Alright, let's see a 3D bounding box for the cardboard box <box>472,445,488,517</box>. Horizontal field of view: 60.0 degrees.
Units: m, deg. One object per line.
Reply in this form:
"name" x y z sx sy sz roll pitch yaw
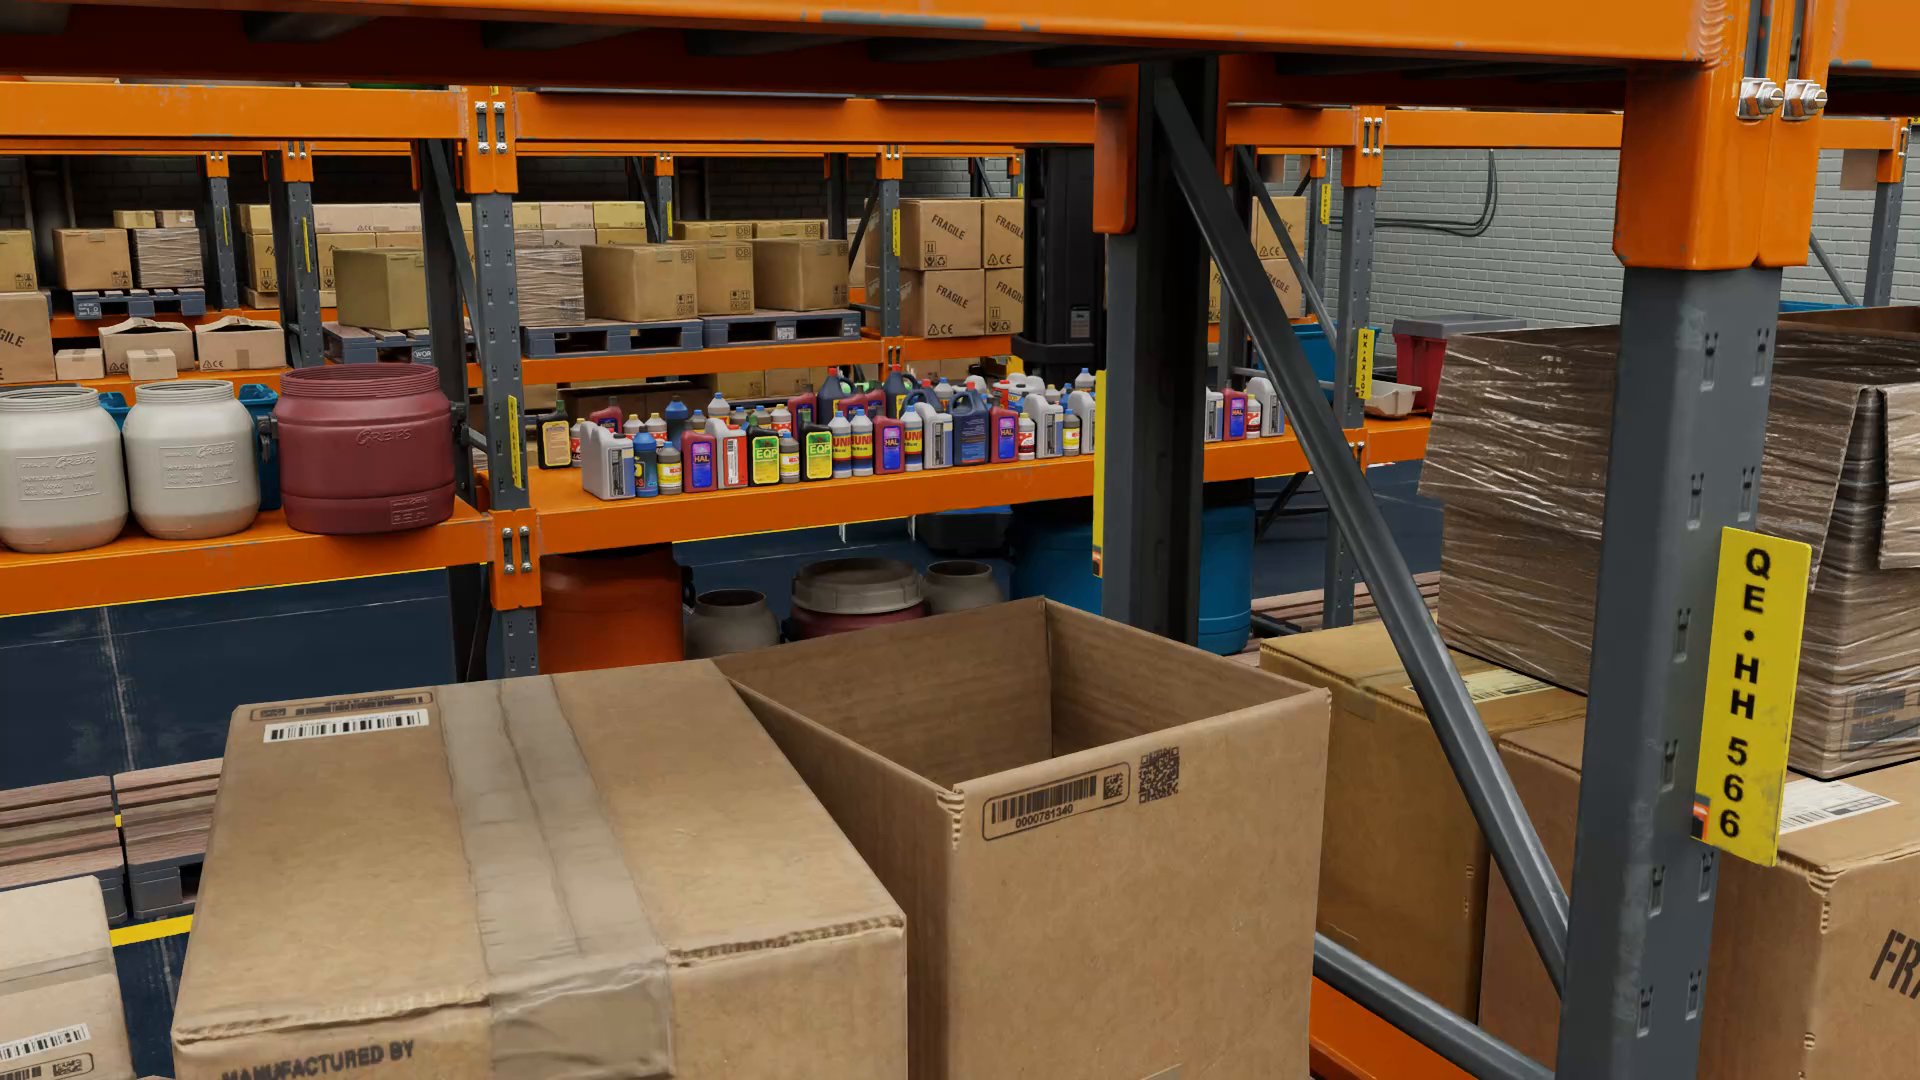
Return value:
"cardboard box" -3.245 -0.377 11.143 0.500 0.500 0.500 -7 15 -30

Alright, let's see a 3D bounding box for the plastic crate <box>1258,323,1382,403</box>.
"plastic crate" 1.889 -0.935 8.831 0.575 0.384 0.392 -7 14 -28

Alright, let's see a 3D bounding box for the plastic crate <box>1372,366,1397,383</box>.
"plastic crate" 2.496 -0.863 9.103 0.590 0.125 0.437 -7 14 -28

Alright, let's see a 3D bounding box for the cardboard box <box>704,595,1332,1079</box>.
"cardboard box" 0.050 0.388 1.871 0.500 0.500 0.500 -9 16 -35

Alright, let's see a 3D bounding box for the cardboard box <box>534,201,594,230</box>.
"cardboard box" -3.845 -3.127 16.013 0.500 0.250 0.500 -6 14 -27

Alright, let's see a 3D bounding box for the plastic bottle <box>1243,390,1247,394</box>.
"plastic bottle" 1.375 -0.620 7.985 0.097 0.201 0.097 0 13 0

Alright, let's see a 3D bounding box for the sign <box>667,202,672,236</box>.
"sign" -2.836 -3.131 16.231 0.005 0.325 0.100 -7 14 -28

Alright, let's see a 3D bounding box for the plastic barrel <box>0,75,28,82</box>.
"plastic barrel" -3.268 -1.937 5.576 0.708 0.830 0.600 -7 14 -28

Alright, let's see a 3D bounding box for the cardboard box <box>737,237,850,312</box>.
"cardboard box" -1.251 -2.001 12.482 0.700 0.500 0.500 11 17 41

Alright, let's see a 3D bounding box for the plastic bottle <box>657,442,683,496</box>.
"plastic bottle" -1.134 -0.281 6.480 0.097 0.201 0.097 0 13 0

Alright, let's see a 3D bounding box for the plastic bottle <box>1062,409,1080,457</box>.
"plastic bottle" 0.481 -0.475 7.340 0.097 0.201 0.097 0 13 0

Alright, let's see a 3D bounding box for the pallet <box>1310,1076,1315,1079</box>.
"pallet" -0.070 0.766 1.811 1.003 0.211 1.213 -7 14 -28

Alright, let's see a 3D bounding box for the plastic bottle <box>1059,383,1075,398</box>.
"plastic bottle" 0.532 -0.671 8.210 0.097 0.201 0.097 0 13 0

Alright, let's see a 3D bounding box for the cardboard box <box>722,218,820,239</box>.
"cardboard box" -1.977 -2.984 17.353 0.700 0.700 0.980 -7 15 -29

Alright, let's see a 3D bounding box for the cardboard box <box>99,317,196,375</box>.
"cardboard box" -5.117 -1.233 10.457 0.500 0.311 0.500 -7 14 -29

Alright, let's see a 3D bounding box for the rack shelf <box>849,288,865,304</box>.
"rack shelf" -1.349 -2.567 17.823 4.000 0.370 1.077 -7 14 -28

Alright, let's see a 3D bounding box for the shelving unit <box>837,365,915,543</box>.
"shelving unit" -0.583 -0.596 11.525 0.503 1.200 0.258 -2 13 -9

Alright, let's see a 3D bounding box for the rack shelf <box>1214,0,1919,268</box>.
"rack shelf" 2.260 -0.746 2.899 4.000 0.370 1.077 -7 14 -28

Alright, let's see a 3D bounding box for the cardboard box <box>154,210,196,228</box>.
"cardboard box" -6.904 -2.825 14.622 0.250 0.149 0.380 -9 16 -35

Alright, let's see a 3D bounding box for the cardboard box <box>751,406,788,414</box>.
"cardboard box" -1.269 -0.745 12.778 0.500 0.500 0.500 -8 15 -30

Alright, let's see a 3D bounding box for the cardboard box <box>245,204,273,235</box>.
"cardboard box" -6.068 -2.858 14.816 0.500 0.250 0.500 -6 14 -27

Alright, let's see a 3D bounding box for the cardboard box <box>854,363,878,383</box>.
"cardboard box" -1.040 -1.915 18.025 0.500 0.500 0.700 -7 15 -30

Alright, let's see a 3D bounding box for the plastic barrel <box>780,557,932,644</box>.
"plastic barrel" -0.456 0.420 7.446 0.708 0.588 0.600 -7 14 -28

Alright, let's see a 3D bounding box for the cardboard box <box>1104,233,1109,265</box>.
"cardboard box" 1.178 -2.448 13.152 0.500 0.500 0.500 -6 14 -26

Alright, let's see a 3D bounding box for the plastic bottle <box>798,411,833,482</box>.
"plastic bottle" -0.586 -0.382 6.742 0.133 0.283 0.061 -7 14 -28

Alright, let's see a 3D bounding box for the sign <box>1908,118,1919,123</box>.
"sign" 5.431 -2.527 9.414 0.005 0.325 0.100 -7 14 -28

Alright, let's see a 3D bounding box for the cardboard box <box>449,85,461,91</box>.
"cardboard box" -3.424 -2.951 10.830 0.500 0.500 0.910 -7 14 -28

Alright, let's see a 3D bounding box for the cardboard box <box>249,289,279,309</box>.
"cardboard box" -6.216 -2.164 14.921 0.250 0.149 0.380 -7 14 -29

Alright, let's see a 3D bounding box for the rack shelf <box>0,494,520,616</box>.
"rack shelf" -3.624 0.184 5.600 4.000 0.370 1.077 -7 14 -28

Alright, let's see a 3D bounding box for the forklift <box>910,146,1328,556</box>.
"forklift" 1.209 -1.460 11.420 3.031 2.935 1.130 -2 13 -10

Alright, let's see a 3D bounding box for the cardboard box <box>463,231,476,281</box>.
"cardboard box" -4.713 -2.654 15.620 0.500 0.500 0.500 -6 14 -26

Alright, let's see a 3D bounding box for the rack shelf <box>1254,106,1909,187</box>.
"rack shelf" 3.398 -2.121 9.010 4.000 0.370 1.077 -7 14 -28

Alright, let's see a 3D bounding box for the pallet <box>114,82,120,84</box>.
"pallet" -4.792 -2.615 9.997 1.003 0.211 1.213 -6 14 -25

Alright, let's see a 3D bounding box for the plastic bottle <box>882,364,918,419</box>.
"plastic bottle" -0.276 -0.641 7.738 0.185 0.351 0.144 -7 14 -28

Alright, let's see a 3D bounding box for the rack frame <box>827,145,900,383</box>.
"rack frame" -0.728 -1.754 12.569 0.127 3.000 1.000 -7 14 -28

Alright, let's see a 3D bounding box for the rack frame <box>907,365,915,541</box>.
"rack frame" -0.342 -0.605 11.564 0.015 1.200 0.240 -2 13 -9

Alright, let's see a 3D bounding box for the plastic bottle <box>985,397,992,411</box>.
"plastic bottle" 0.131 -0.482 7.213 0.097 0.271 0.097 0 13 0

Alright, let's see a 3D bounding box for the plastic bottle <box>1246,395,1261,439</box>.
"plastic bottle" 1.363 -0.580 7.809 0.097 0.201 0.097 0 13 0

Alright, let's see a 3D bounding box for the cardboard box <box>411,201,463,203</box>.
"cardboard box" -4.987 -3.115 15.960 0.500 0.250 0.500 -7 15 -29

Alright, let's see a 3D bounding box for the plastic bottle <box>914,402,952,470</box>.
"plastic bottle" -0.117 -0.446 7.043 0.135 0.276 0.152 -7 14 -28

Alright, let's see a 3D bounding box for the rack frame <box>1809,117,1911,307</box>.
"rack frame" 5.153 -1.219 10.196 0.127 3.000 1.000 -7 14 -28

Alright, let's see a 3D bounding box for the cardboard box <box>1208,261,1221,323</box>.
"cardboard box" 2.067 -2.068 13.740 0.500 0.500 0.500 -7 14 -27

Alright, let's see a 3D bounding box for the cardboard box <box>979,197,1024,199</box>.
"cardboard box" 0.483 -2.501 13.384 0.500 0.500 0.500 -7 14 -27

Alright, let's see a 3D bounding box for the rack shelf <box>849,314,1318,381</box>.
"rack shelf" 1.028 -1.613 13.583 4.000 0.370 1.077 -7 14 -28

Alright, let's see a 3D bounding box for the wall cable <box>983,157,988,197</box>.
"wall cable" 1.077 -3.941 19.976 1.851 1.984 0.084 -7 14 -28

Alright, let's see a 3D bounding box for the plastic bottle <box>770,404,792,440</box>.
"plastic bottle" -0.807 -0.510 7.497 0.097 0.201 0.097 0 13 0

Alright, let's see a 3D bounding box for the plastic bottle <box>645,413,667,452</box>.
"plastic bottle" -1.320 -0.449 7.224 0.097 0.201 0.097 0 13 0

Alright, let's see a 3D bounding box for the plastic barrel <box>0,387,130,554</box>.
"plastic barrel" -3.039 -0.239 5.583 0.421 0.512 0.421 0 13 0

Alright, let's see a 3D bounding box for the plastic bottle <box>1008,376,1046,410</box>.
"plastic bottle" 0.314 -0.636 7.886 0.135 0.276 0.152 -7 14 -28

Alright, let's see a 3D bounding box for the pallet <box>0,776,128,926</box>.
"pallet" -3.637 1.184 5.867 1.213 0.211 1.003 -7 14 -28
